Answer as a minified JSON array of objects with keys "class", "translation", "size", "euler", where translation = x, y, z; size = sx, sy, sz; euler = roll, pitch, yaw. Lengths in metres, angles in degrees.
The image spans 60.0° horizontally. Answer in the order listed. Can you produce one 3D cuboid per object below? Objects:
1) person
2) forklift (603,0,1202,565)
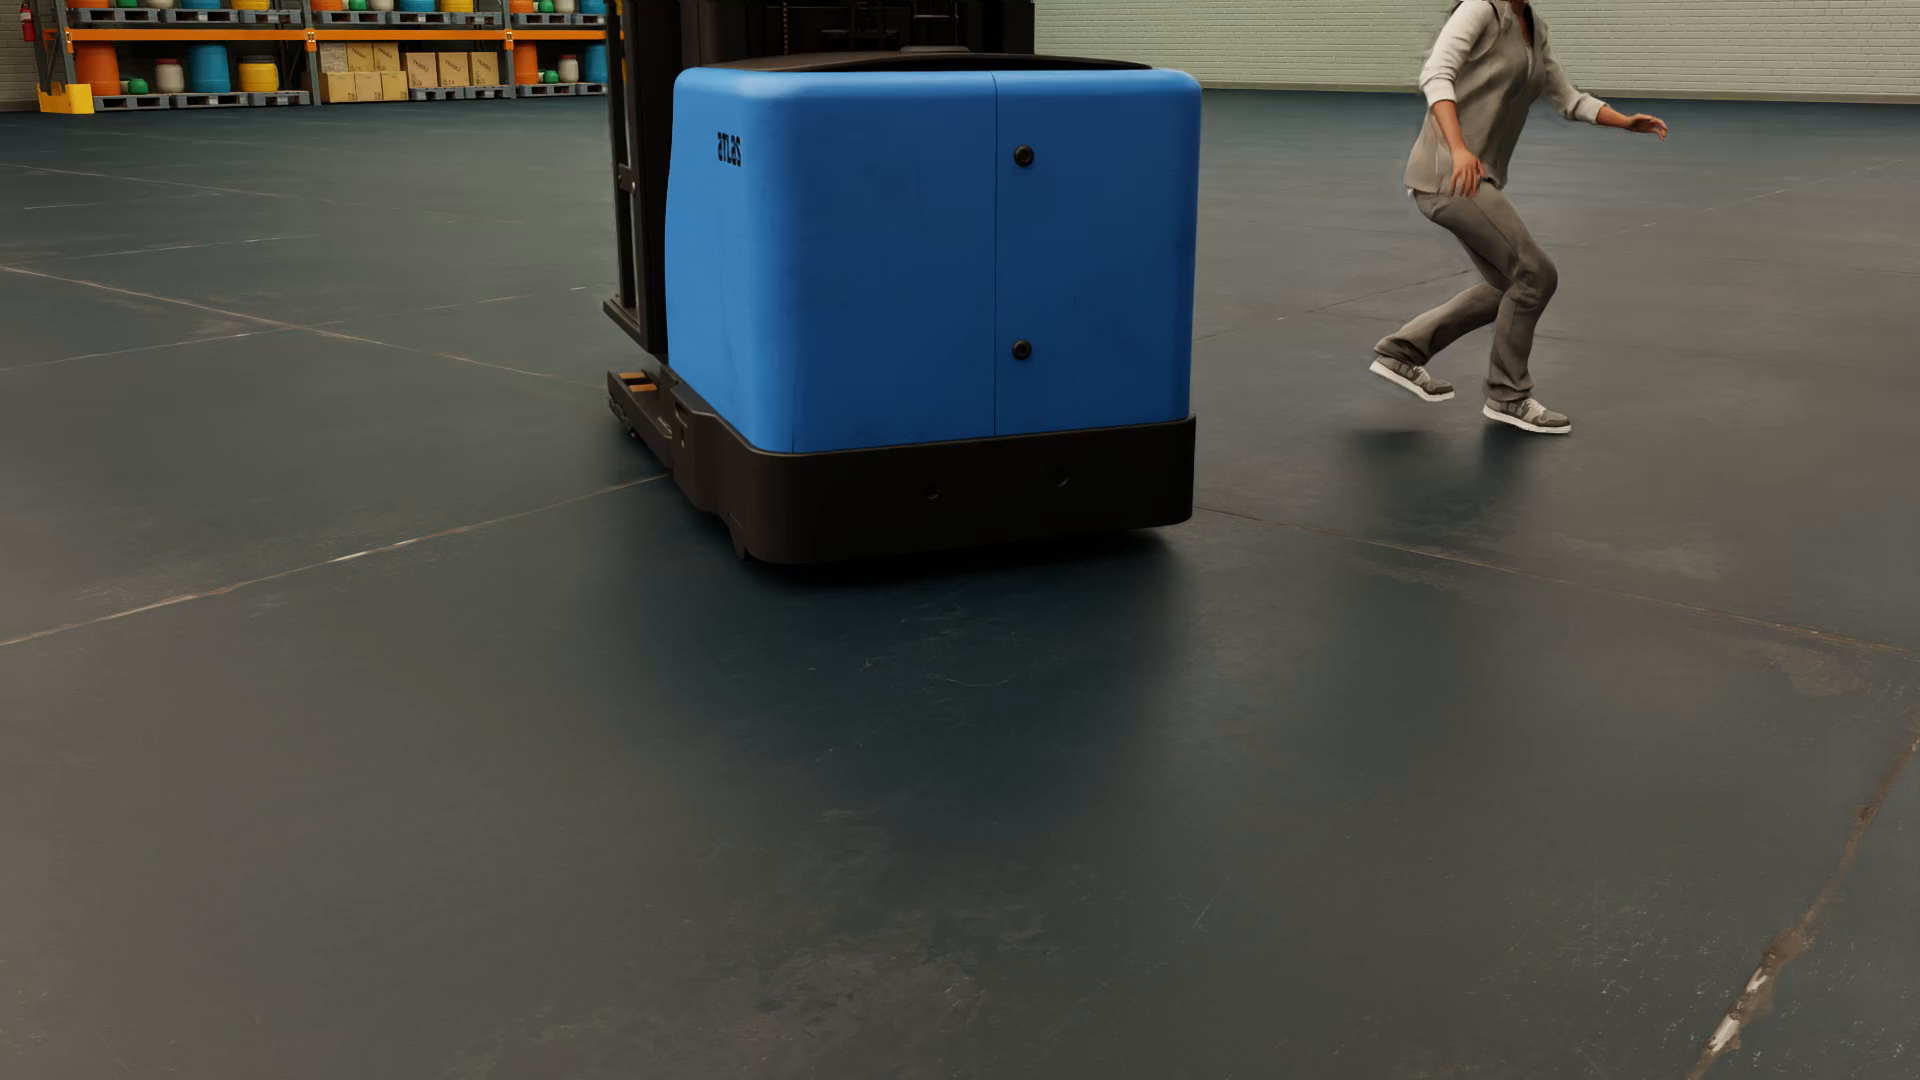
[{"class":"person","translation":[1.602,-1.028,4.824],"size":[0.770,1.474,0.745],"euler":[10,19,29]},{"class":"forklift","translation":[-0.443,-1.737,4.617],"size":[1.130,2.935,3.031],"euler":[-6,18,-19]}]
